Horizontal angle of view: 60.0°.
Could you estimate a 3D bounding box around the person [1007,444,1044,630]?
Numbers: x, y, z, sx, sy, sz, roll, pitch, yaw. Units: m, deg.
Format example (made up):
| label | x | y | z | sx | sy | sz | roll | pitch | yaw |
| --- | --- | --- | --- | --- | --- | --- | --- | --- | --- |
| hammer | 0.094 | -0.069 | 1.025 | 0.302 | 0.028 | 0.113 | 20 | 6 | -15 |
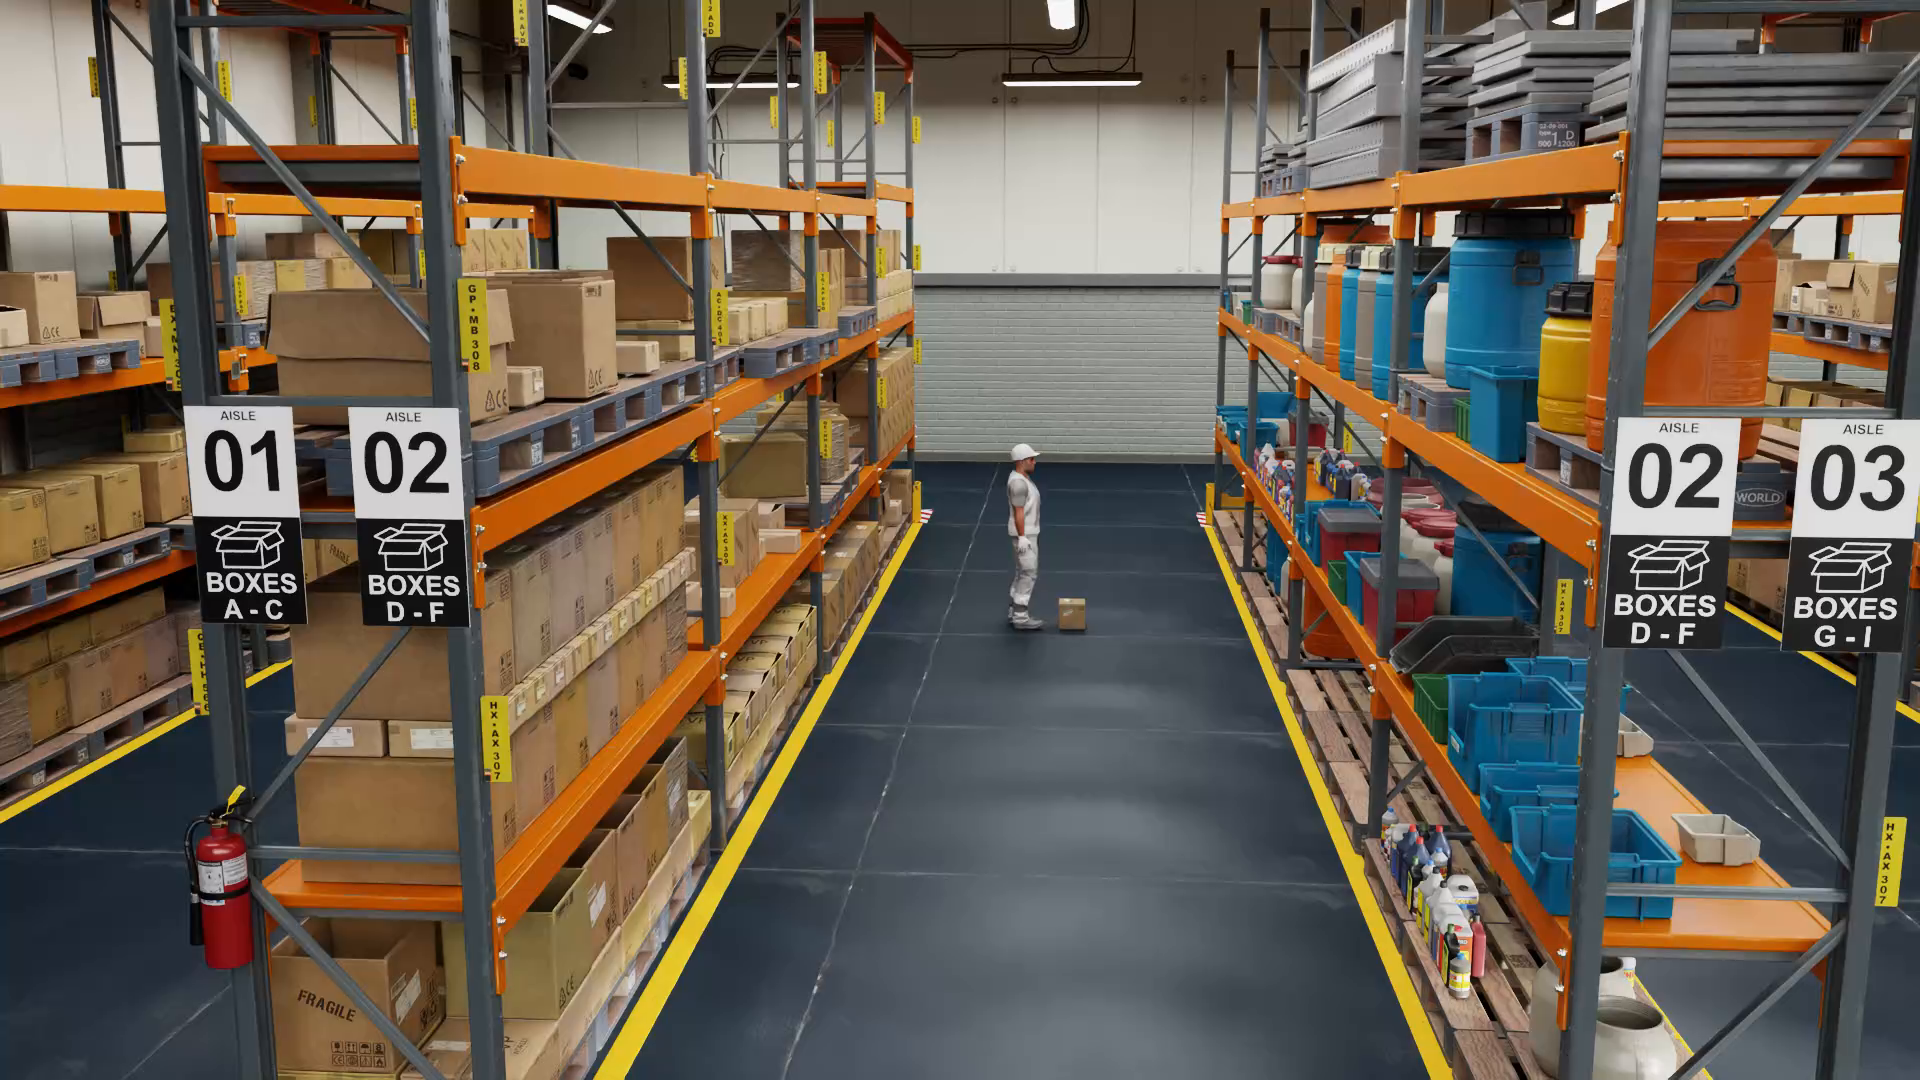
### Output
| label | x | y | z | sx | sy | sz | roll | pitch | yaw |
| --- | --- | --- | --- | --- | --- | --- | --- | --- | --- |
| person | 0.639 | -0.039 | 16.083 | 0.378 | 1.790 | 0.522 | 1 | 11 | 5 |
